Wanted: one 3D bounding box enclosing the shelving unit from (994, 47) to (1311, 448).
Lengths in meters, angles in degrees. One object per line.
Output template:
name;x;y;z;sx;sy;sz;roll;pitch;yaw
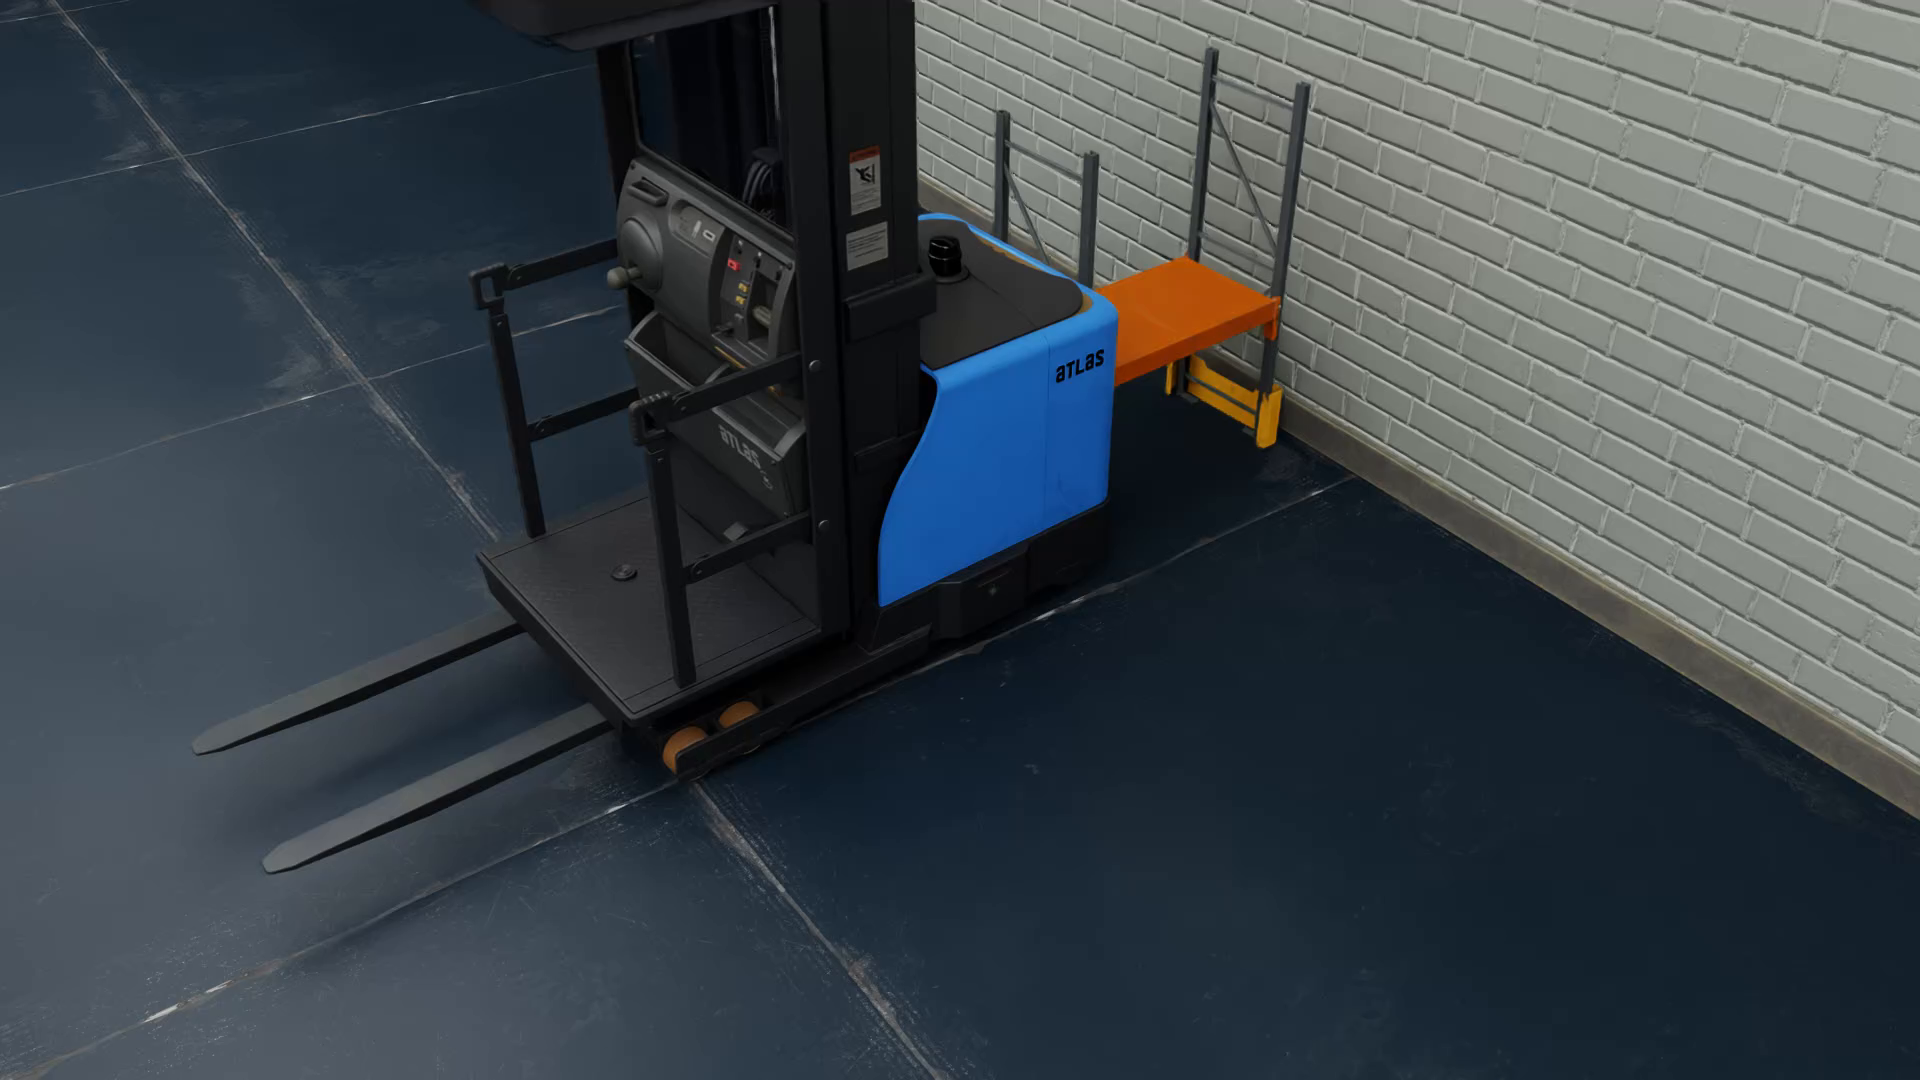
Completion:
shelving unit;0.696;-0.949;6.285;1.083;1.500;0.587;-25;42;-30

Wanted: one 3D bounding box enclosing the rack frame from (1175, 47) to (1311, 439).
rack frame;1.088;-1.130;6.536;0.032;1.500;0.500;-25;42;-30

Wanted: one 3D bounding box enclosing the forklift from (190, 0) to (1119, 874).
forklift;-0.928;-0.788;4.835;3.031;2.935;1.130;-25;42;-30

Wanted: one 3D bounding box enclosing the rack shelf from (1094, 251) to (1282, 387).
rack shelf;0.689;-0.800;6.386;1.000;0.185;0.538;-25;42;-30

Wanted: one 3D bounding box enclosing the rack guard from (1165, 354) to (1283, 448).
rack guard;1.087;-0.622;6.900;0.087;0.250;0.587;-25;42;-30

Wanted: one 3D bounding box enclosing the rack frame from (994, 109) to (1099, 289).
rack frame;0.290;-0.762;6.025;0.032;1.500;0.500;-25;42;-30
